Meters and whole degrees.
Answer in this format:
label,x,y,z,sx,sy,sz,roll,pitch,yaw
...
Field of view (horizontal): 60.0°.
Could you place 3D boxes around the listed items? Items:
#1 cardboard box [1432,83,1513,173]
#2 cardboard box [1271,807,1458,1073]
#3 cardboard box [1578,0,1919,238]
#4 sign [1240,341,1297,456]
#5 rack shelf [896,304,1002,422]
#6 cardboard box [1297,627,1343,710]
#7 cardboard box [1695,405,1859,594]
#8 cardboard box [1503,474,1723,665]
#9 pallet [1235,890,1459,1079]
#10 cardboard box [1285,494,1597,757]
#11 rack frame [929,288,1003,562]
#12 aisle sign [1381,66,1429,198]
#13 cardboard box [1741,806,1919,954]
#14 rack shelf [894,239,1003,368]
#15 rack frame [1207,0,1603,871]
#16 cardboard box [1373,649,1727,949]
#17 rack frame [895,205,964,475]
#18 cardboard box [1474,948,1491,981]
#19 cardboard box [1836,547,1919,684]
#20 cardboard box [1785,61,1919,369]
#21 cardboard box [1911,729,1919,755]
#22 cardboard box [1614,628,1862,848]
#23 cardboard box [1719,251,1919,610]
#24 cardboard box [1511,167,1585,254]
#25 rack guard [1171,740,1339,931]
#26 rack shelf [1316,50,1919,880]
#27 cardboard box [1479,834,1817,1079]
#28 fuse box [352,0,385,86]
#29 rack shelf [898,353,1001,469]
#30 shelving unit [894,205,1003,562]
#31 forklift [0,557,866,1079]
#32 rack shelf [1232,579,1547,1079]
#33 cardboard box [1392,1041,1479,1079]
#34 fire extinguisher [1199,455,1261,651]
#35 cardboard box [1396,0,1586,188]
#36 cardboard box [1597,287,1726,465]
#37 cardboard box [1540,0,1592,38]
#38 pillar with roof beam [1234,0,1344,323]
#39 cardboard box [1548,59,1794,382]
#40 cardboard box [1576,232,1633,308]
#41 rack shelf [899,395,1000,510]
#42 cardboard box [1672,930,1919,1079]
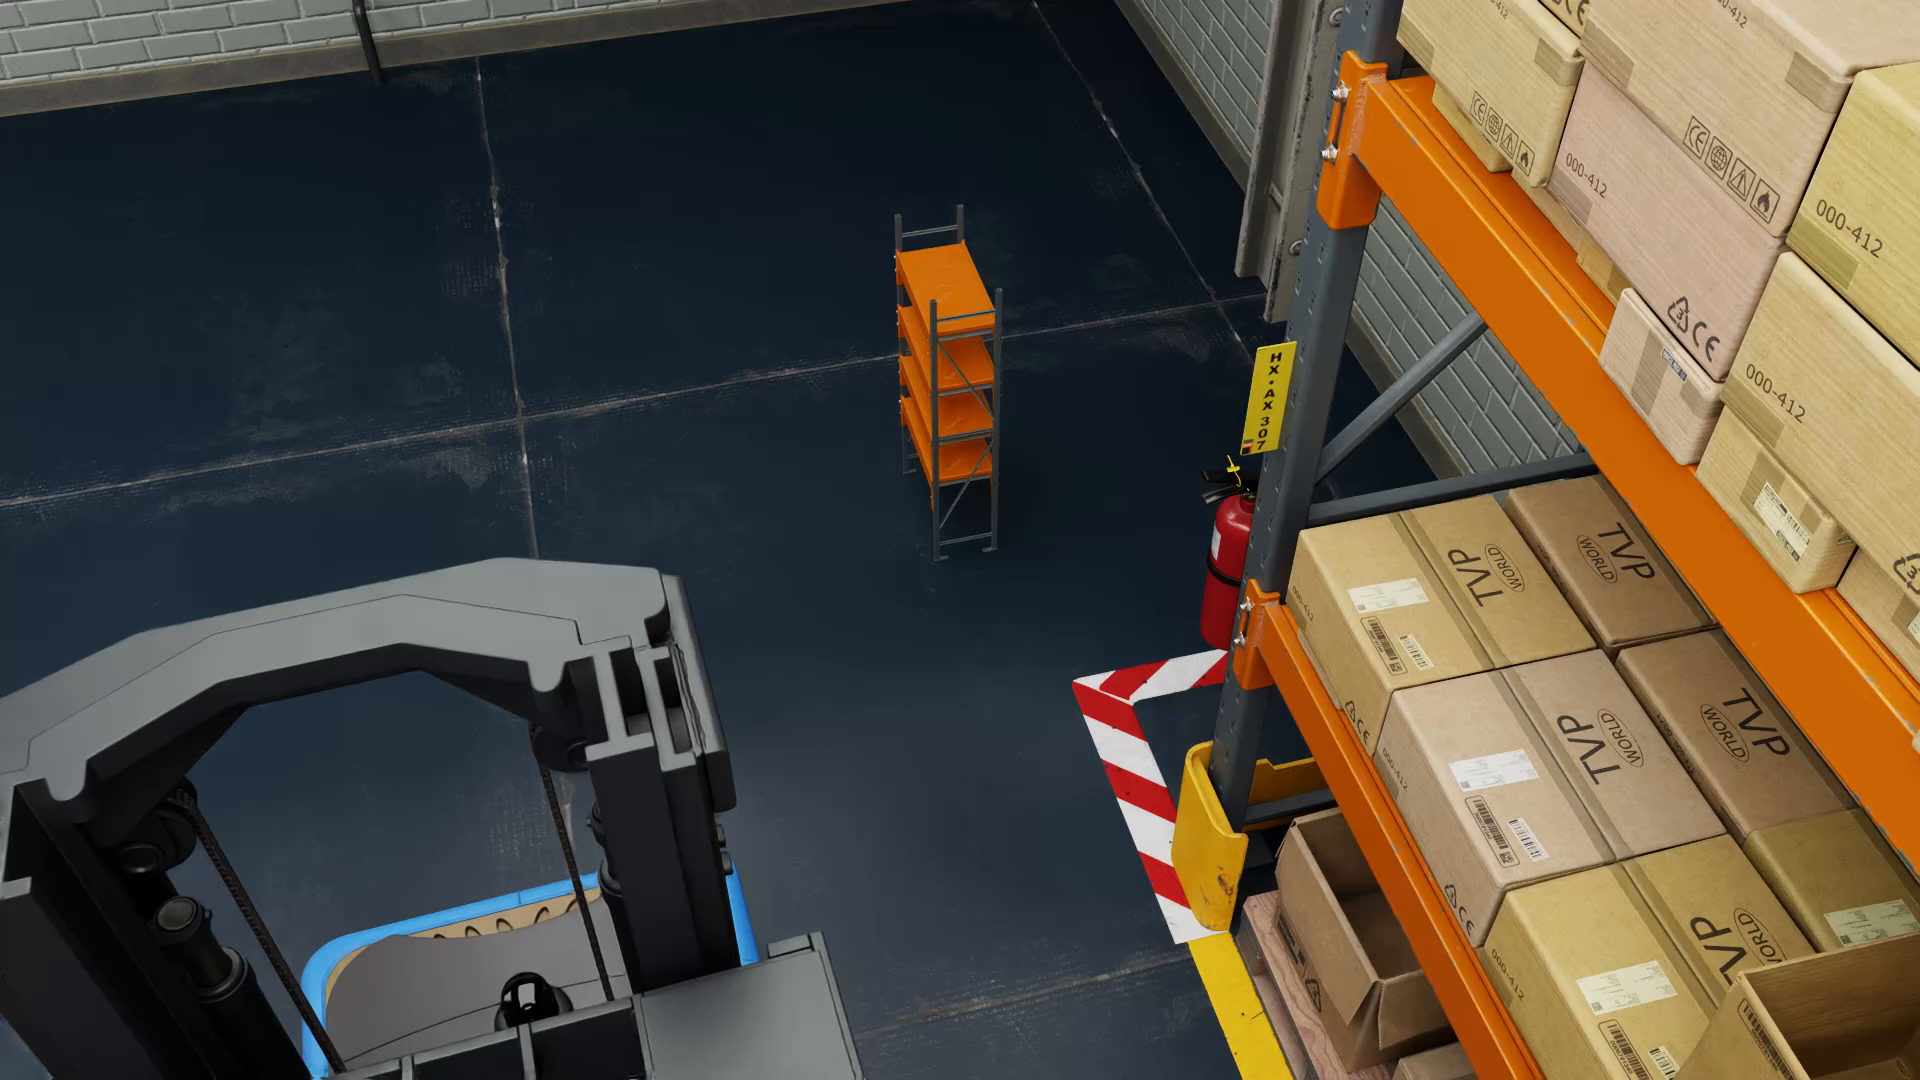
label,x,y,z,sx,sy,sz,roll,pitch,yaw
cardboard box,1.099,-0.821,3.030,0.380,0.149,0.250,-10,46,-9
cardboard box,1.308,1.045,4.580,0.797,0.503,0.637,-12,47,-12
cardboard box,1.225,-0.691,2.274,0.500,0.250,0.500,-11,47,-11
sign,0.718,-0.326,3.863,0.100,0.325,0.005,-11,47,-10
rack shelf,-0.042,-0.644,5.822,0.258,0.148,0.480,-11,47,-10
cardboard box,1.061,0.243,4.087,0.380,0.149,0.250,-11,47,-11
cardboard box,1.279,-0.094,2.318,0.380,0.149,0.250,-11,47,-10
cardboard box,1.617,0.096,3.953,0.500,0.250,0.500,-9,46,-9
pallet,1.467,1.457,4.675,1.003,0.211,1.213,-11,47,-10
cardboard box,1.098,0.189,3.861,0.500,0.250,0.500,-10,47,-10
rack frame,0.020,-0.366,5.768,0.240,1.200,0.015,-11,47,-10
aisle sign,0.941,-1.025,3.334,0.394,0.787,0.004,-11,47,-10
cardboard box,1.870,0.795,3.268,0.500,0.250,0.500,-9,46,-9
rack shelf,-0.042,-0.809,5.653,0.258,0.148,0.480,-11,47,-10
rack frame,1.243,-0.122,4.269,1.000,3.000,0.127,-11,47,-10
cardboard box,1.228,0.537,3.520,0.500,0.250,0.500,-10,46,-10
rack frame,-0.105,-0.703,6.099,0.240,1.200,0.015,-11,47,-10
cardboard box,1.278,0.771,3.570,0.380,0.149,0.250,-9,46,-9
cardboard box,1.402,0.065,2.162,0.380,0.149,0.250,-11,47,-11
cardboard box,1.367,-0.347,1.936,0.500,0.250,0.500,-11,47,-11
cardboard box,1.398,0.255,1.976,0.380,0.149,0.250,-11,47,-10
cardboard box,1.748,0.452,3.604,0.500,0.250,0.500,-11,47,-10
cardboard box,1.361,-0.164,2.107,0.500,0.250,0.500,-12,47,-12
cardboard box,1.192,-0.645,2.858,0.380,0.149,0.250,-10,46,-10
rack guard,1.262,0.806,5.111,1.175,0.500,0.348,-11,47,-10
rack shelf,1.755,0.461,2.102,1.077,0.370,4.000,-11,47,-10
cardboard box,1.361,0.886,3.178,0.500,0.250,0.500,-12,47,-11
fuse box,-2.953,-2.933,7.926,0.539,1.711,0.414,-11,47,-10
rack shelf,-0.042,-0.487,5.982,0.258,0.148,0.480,-11,47,-10
shelving unit,-0.042,-0.534,5.933,0.258,1.200,0.503,-11,47,-10
forklift,-0.612,1.567,2.662,1.130,2.935,3.031,-12,47,-12
rack shelf,1.755,1.511,3.173,1.077,0.370,4.000,-11,47,-10
cardboard box,1.379,1.469,4.412,0.380,0.149,0.250,-12,47,-12
fire extinguisher,0.758,0.019,4.447,0.296,0.674,0.183,-11,47,-10
cardboard box,1.092,-0.867,2.796,0.500,0.250,0.500,-11,47,-11
cardboard box,1.205,-0.274,2.494,0.380,0.149,0.250,-10,46,-9
cardboard box,1.113,-1.046,2.621,0.500,0.250,0.500,-11,47,-11
pillar with roof beam,-2.738,-3.461,3.341,9.100,9.000,0.400,-11,47,-10
cardboard box,1.242,-0.520,2.456,0.500,0.250,0.500,-10,46,-10
cardboard box,1.241,-0.465,2.681,0.380,0.149,0.250,-11,47,-10
rack shelf,-0.042,-0.348,6.123,0.258,0.148,0.480,-11,47,-10
cardboard box,1.483,0.962,2.579,0.500,0.500,0.500,-10,46,-9
